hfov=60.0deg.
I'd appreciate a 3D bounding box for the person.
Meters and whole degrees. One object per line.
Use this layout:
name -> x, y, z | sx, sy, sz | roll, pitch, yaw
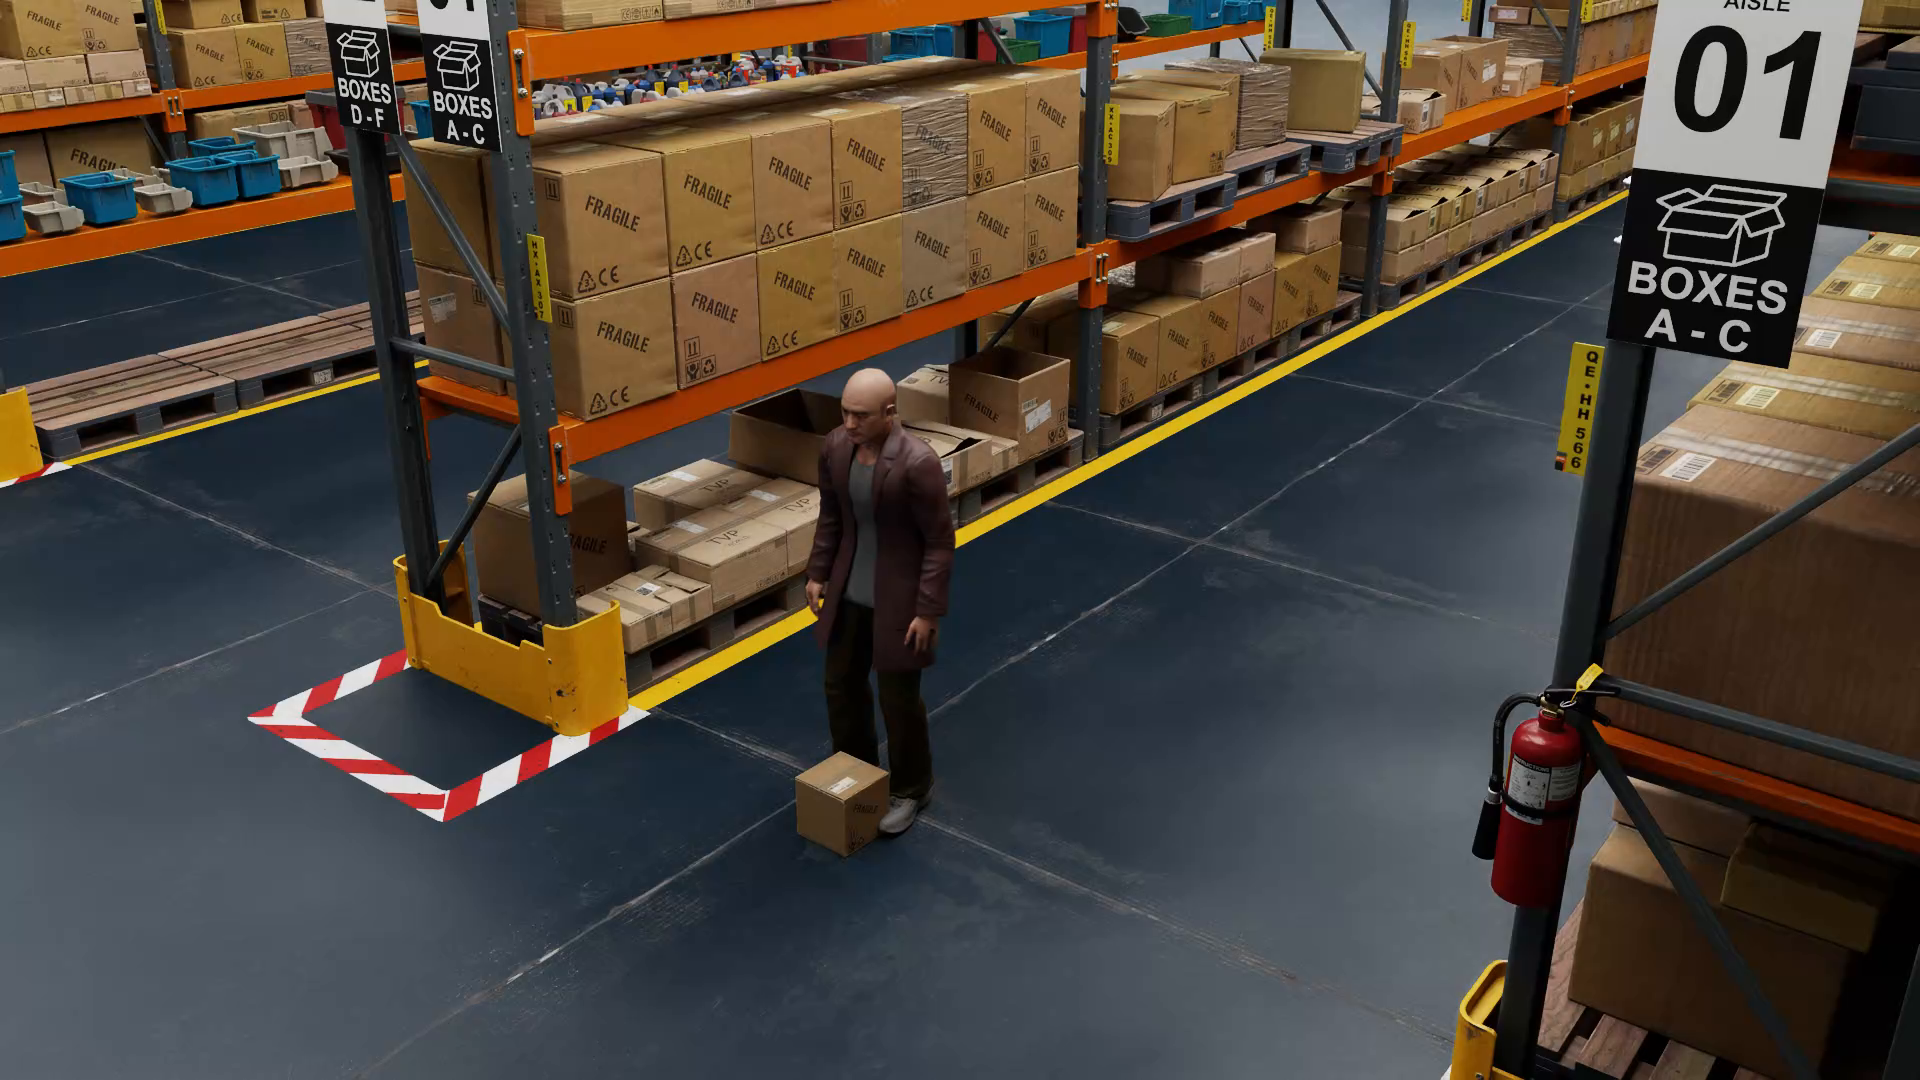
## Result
person -> -0.304, 0.209, 6.129 | 0.644, 1.774, 0.425 | 17, 28, 34
